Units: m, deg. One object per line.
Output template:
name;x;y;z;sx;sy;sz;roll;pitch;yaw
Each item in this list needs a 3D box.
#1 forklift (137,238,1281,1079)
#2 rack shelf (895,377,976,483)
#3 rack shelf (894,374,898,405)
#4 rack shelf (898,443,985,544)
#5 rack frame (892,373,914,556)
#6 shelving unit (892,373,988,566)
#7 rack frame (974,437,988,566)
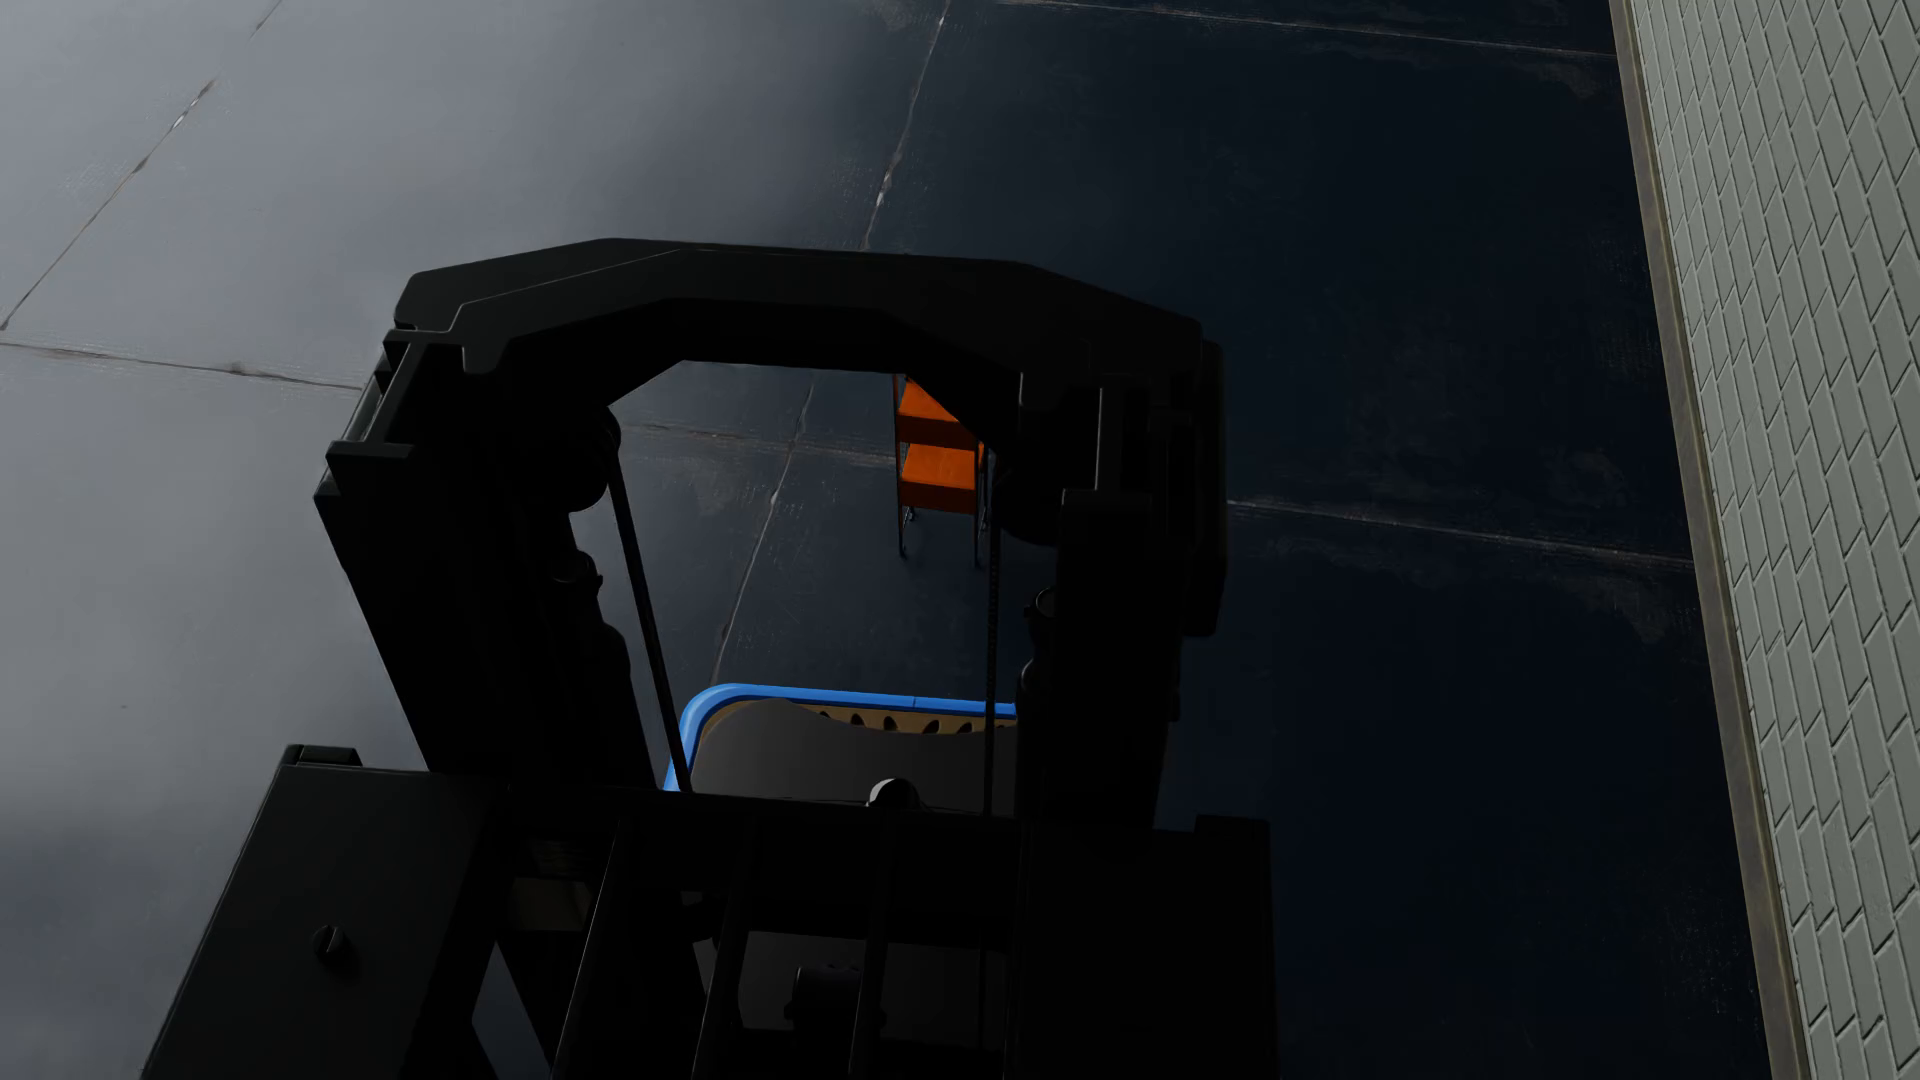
forklift;-0.235;1.174;2.362;1.130;2.935;3.031;4;48;4
rack shelf;-0.053;-0.351;5.011;0.240;0.259;0.215;8;49;7
rack shelf;-0.053;-0.541;4.800;0.240;0.259;0.215;8;49;7
rack shelf;-0.053;-0.165;5.218;0.240;0.259;0.215;8;49;7
rack frame;-0.173;-0.374;5.018;0.008;1.050;0.200;8;49;7
shelving unit;-0.053;-0.358;5.004;0.252;1.050;0.215;8;49;7
rack frame;0.067;-0.342;4.989;0.008;1.050;0.200;8;49;7
